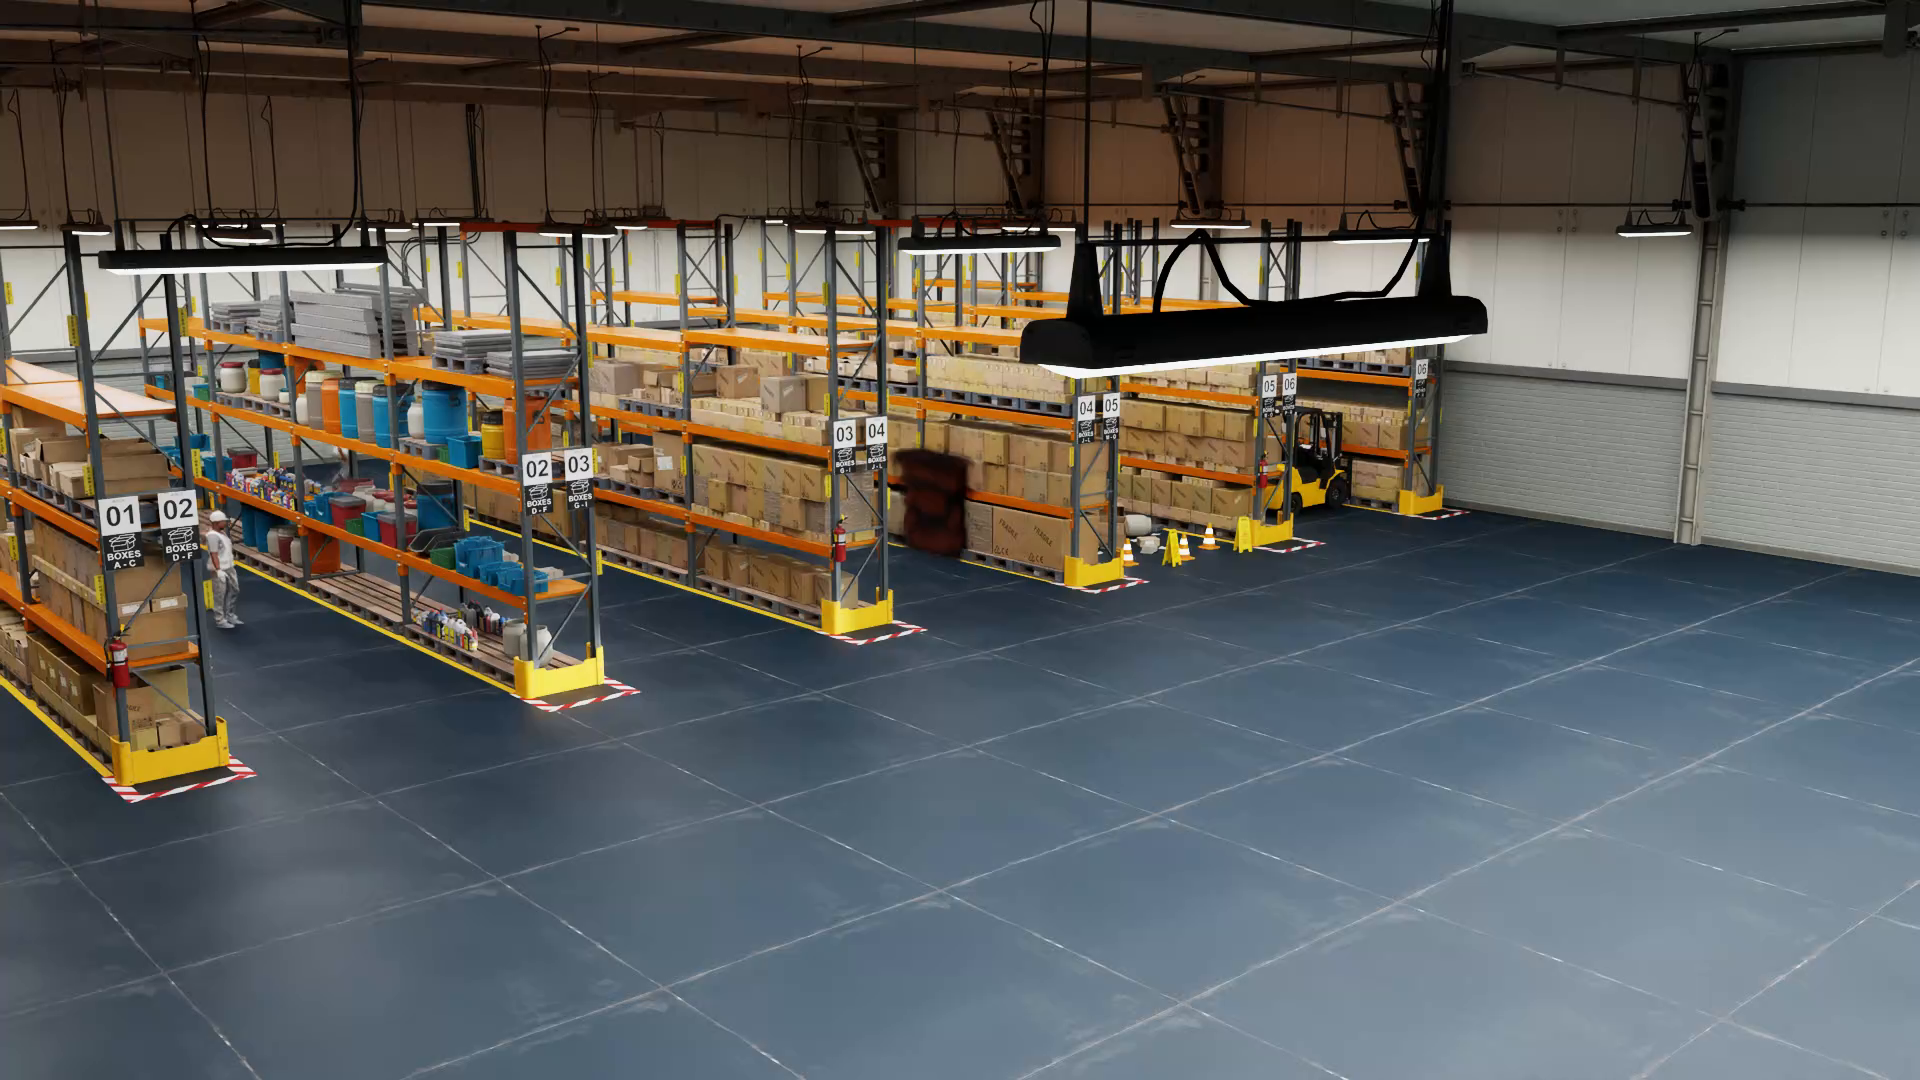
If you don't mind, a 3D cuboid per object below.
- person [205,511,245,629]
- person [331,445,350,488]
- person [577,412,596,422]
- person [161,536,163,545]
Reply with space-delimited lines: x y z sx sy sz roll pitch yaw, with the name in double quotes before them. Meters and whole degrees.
"person" -11.167 0.469 25.153 0.463 1.830 0.619 1 12 7
"person" -13.716 -1.929 36.902 0.499 1.756 0.607 -10 15 -40
"person" -9.253 -2.860 41.562 0.566 1.730 0.668 2 12 11
"person" -14.240 -0.420 29.782 0.578 1.659 0.438 5 12 22
